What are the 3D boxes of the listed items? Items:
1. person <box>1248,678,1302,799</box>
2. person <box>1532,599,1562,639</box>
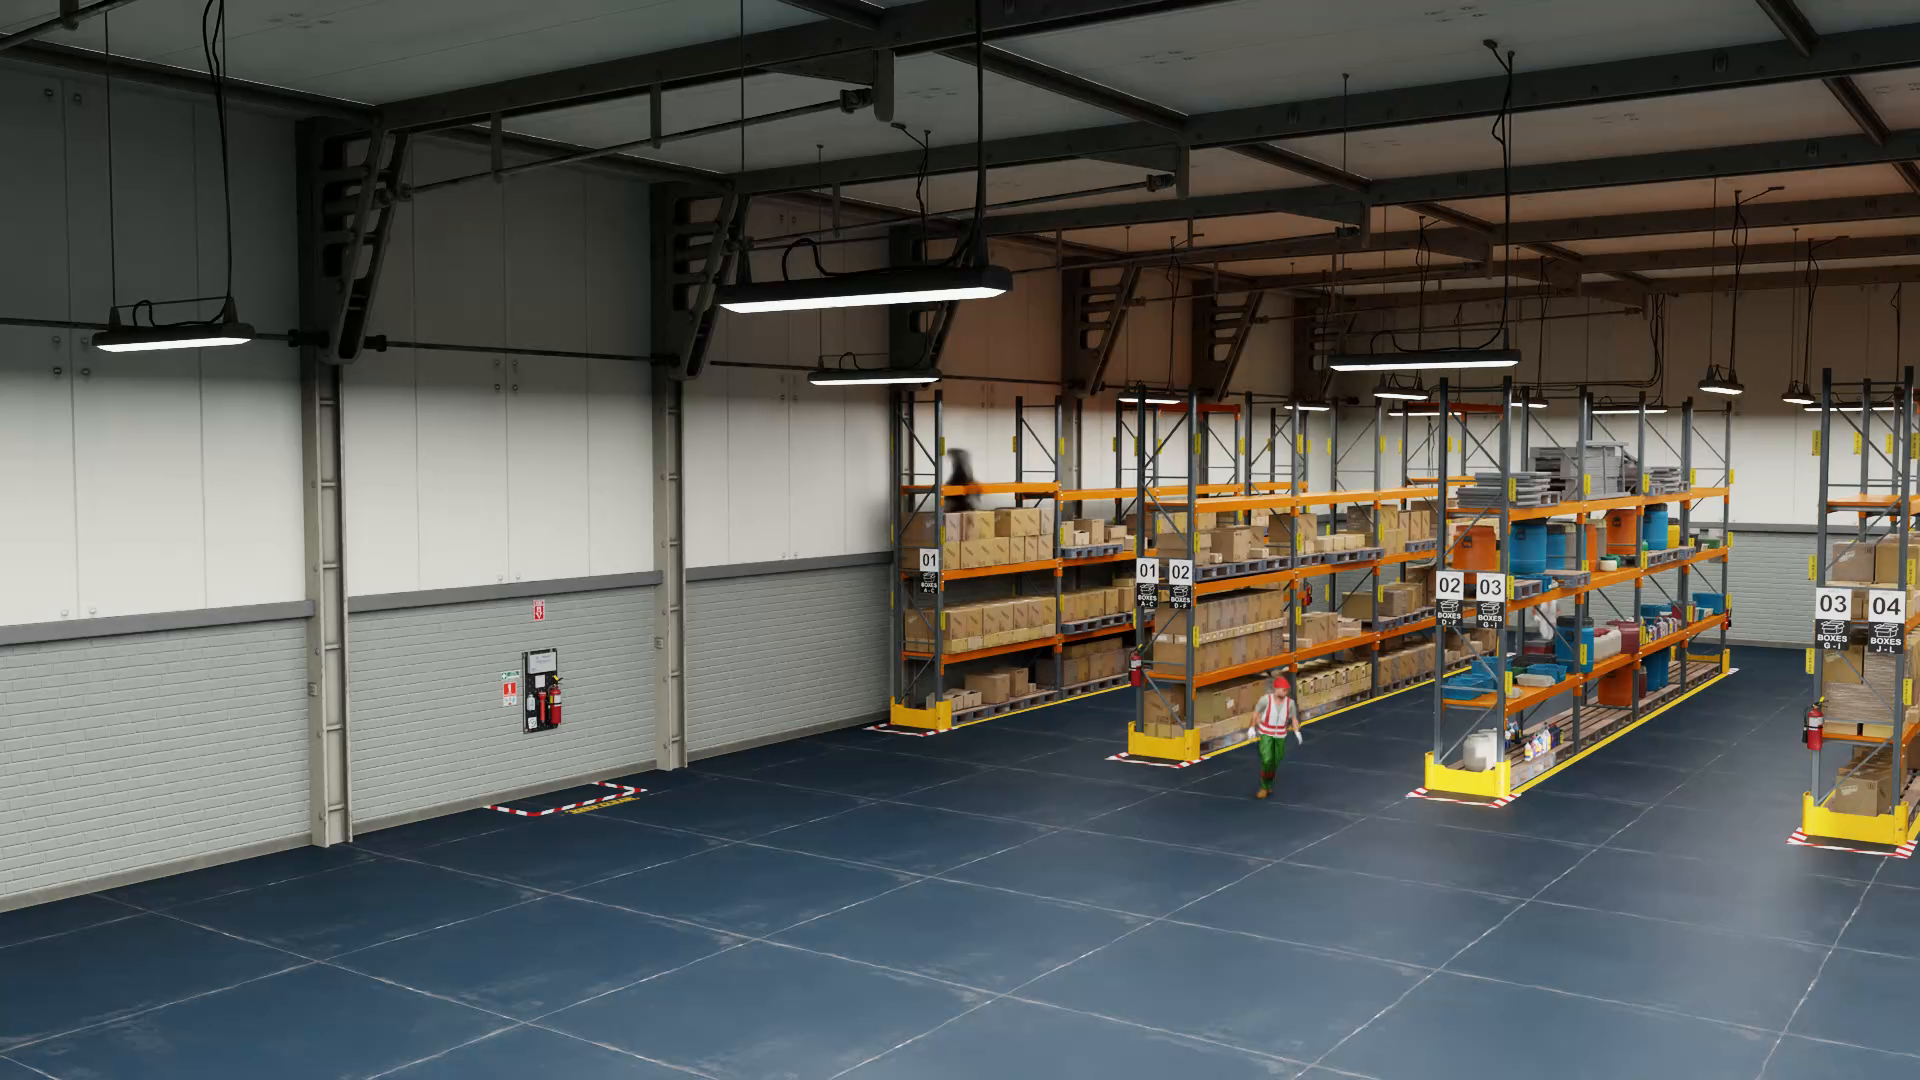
[{"bbox_3d":[4.482,2.806,23.763,0.658,1.730,0.737,-1,3,-10],"label":"person"},{"bbox_3d":[13.777,1.937,39.014,0.611,1.733,0.844,0,3,3],"label":"person"}]
